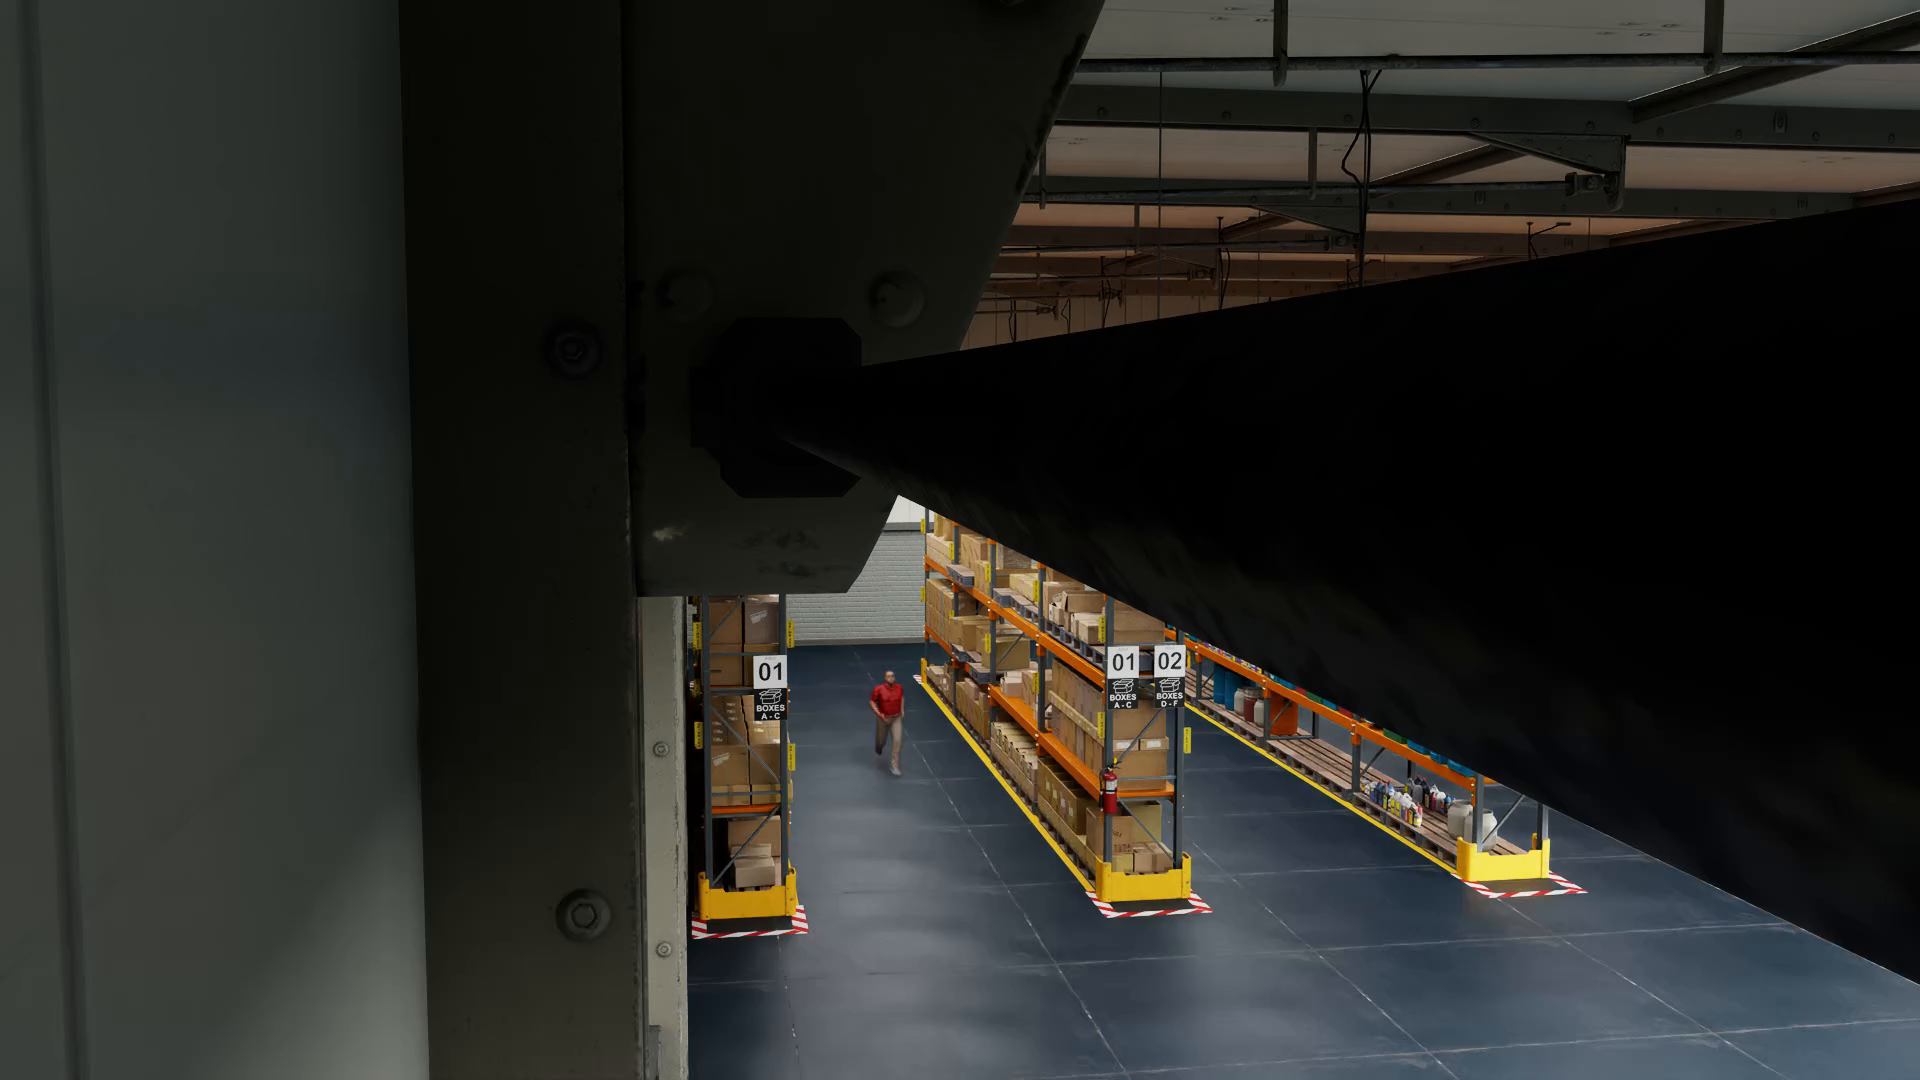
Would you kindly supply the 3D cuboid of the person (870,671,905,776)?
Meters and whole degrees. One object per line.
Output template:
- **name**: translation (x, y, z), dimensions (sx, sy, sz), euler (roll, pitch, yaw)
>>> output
- **person**: translation (-1.208, 3.049, 28.006), dimensions (0.642, 1.723, 1.026), euler (-1, 5, -14)
